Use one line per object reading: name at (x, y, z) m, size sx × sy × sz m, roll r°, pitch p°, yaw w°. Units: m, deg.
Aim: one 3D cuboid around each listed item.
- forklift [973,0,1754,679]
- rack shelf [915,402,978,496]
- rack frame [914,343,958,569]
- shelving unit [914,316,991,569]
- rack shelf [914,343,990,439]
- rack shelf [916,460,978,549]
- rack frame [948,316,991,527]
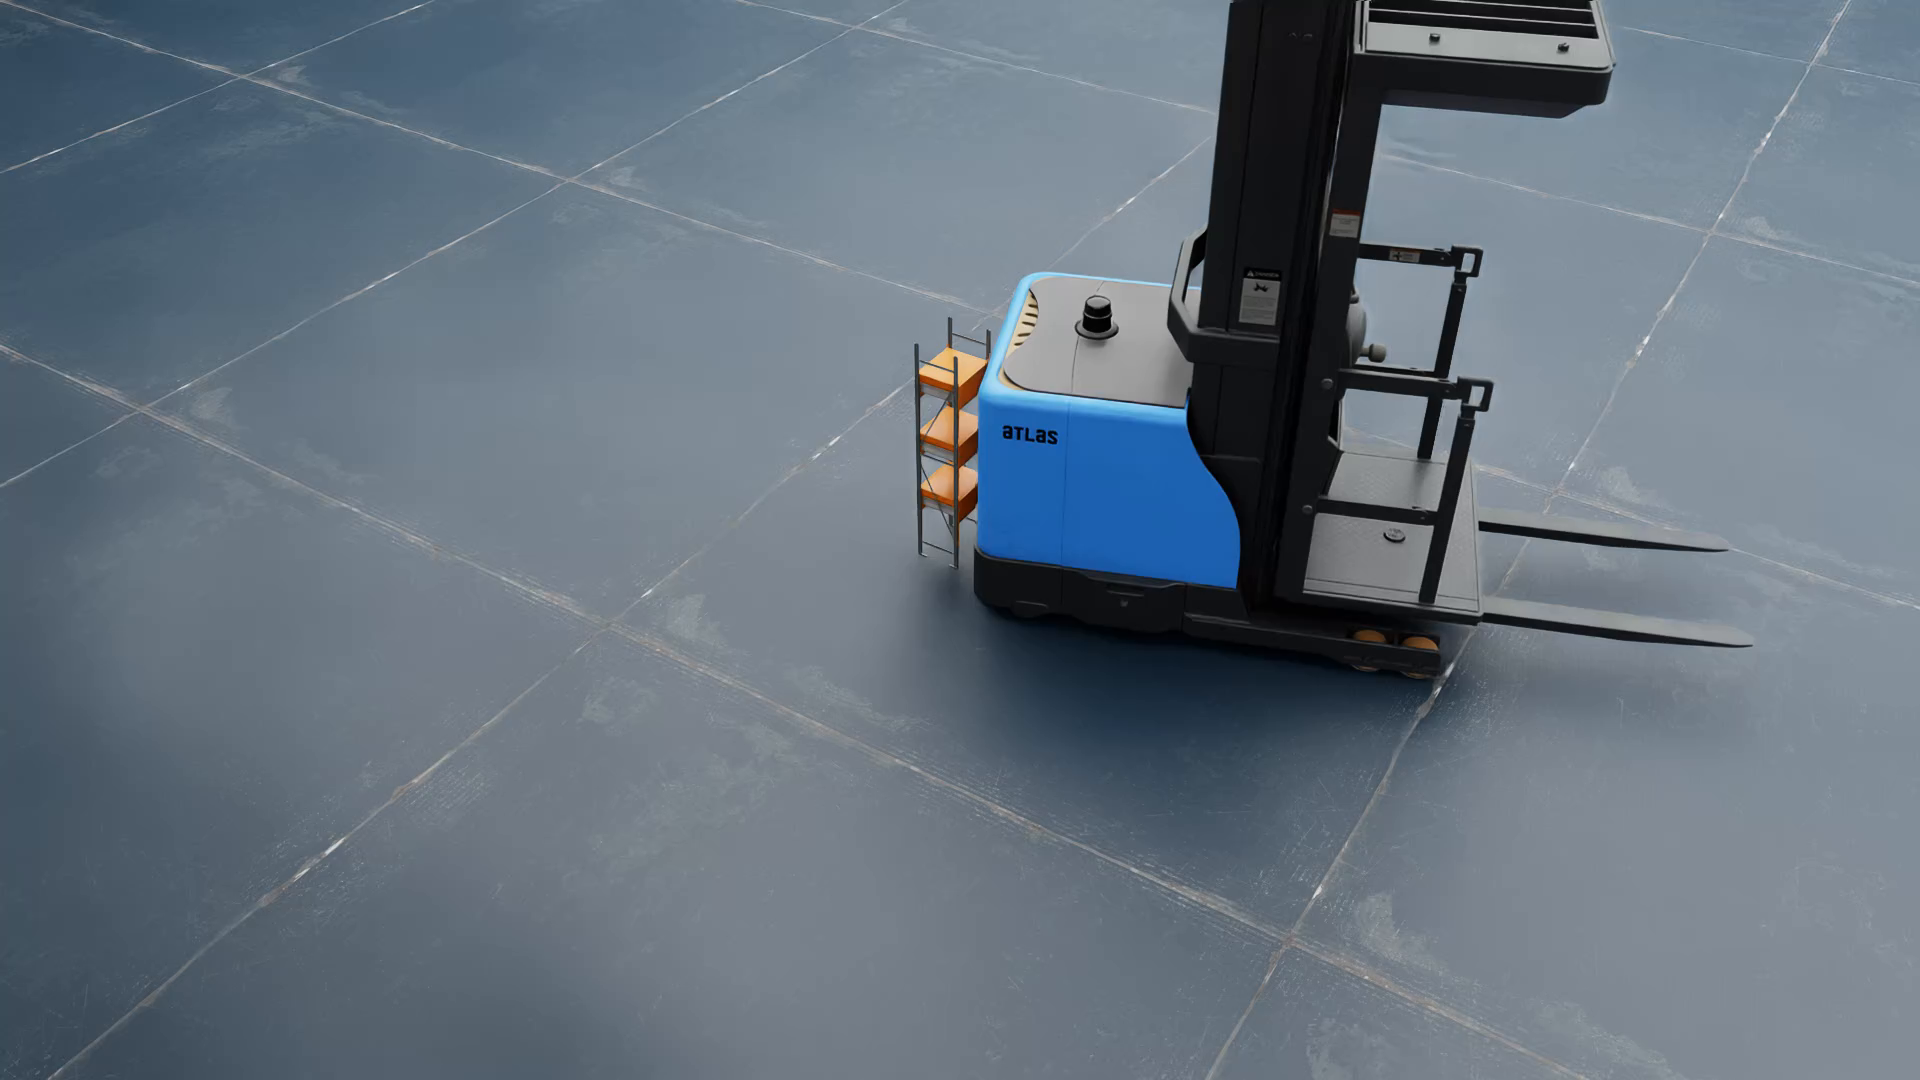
forklift at (1.627, -0.972, 6.110) m, size 3.031 × 2.935 × 1.130 m, roll 7°, pitch 38°, yaw 9°
rack shelf at (-0.029, -0.380, 6.900) m, size 0.215 × 0.259 × 0.240 m, roll 21°, pitch 42°, yaw 25°
rack frame at (-0.094, -0.325, 6.812) m, size 0.200 × 1.050 × 0.008 m, roll 21°, pitch 42°, yaw 25°
shelving unit at (-0.029, -0.388, 6.894) m, size 0.215 × 1.050 × 0.252 m, roll 21°, pitch 42°, yaw 25°
rack shelf at (-0.029, -0.605, 6.727) m, size 0.215 × 0.259 × 0.240 m, roll 21°, pitch 42°, yaw 25°
rack shelf at (-0.029, -0.160, 7.070) m, size 0.215 × 0.259 × 0.240 m, roll 21°, pitch 42°, yaw 25°
rack frame at (0.037, -0.451, 6.975) m, size 0.200 × 1.050 × 0.008 m, roll 21°, pitch 42°, yaw 25°
